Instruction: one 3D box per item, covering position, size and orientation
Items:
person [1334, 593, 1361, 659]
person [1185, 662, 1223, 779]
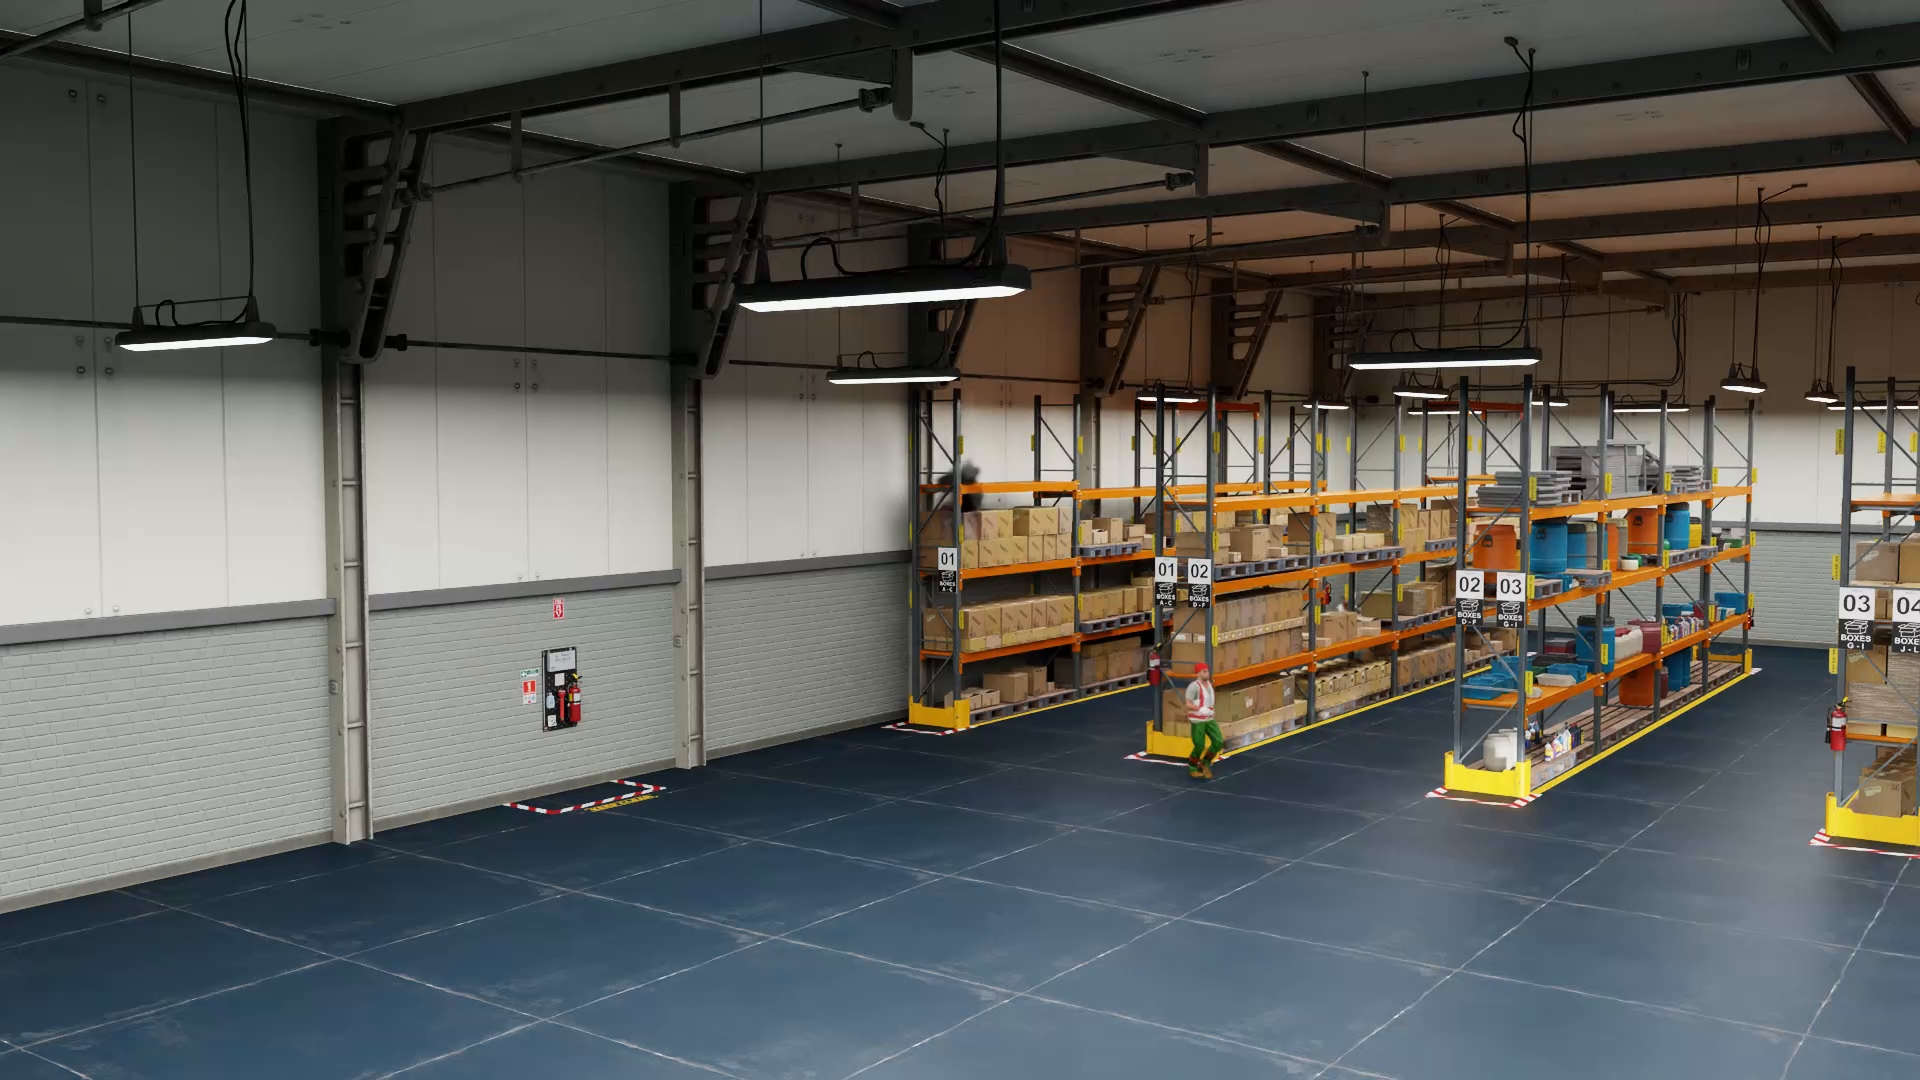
[{"bbox_3d":[8.458,2.051,36.350,0.631,1.823,0.825,3,4,38],"label":"person"},{"bbox_3d":[3.629,2.701,24.746,0.651,1.767,0.655,-2,4,-36],"label":"person"}]
